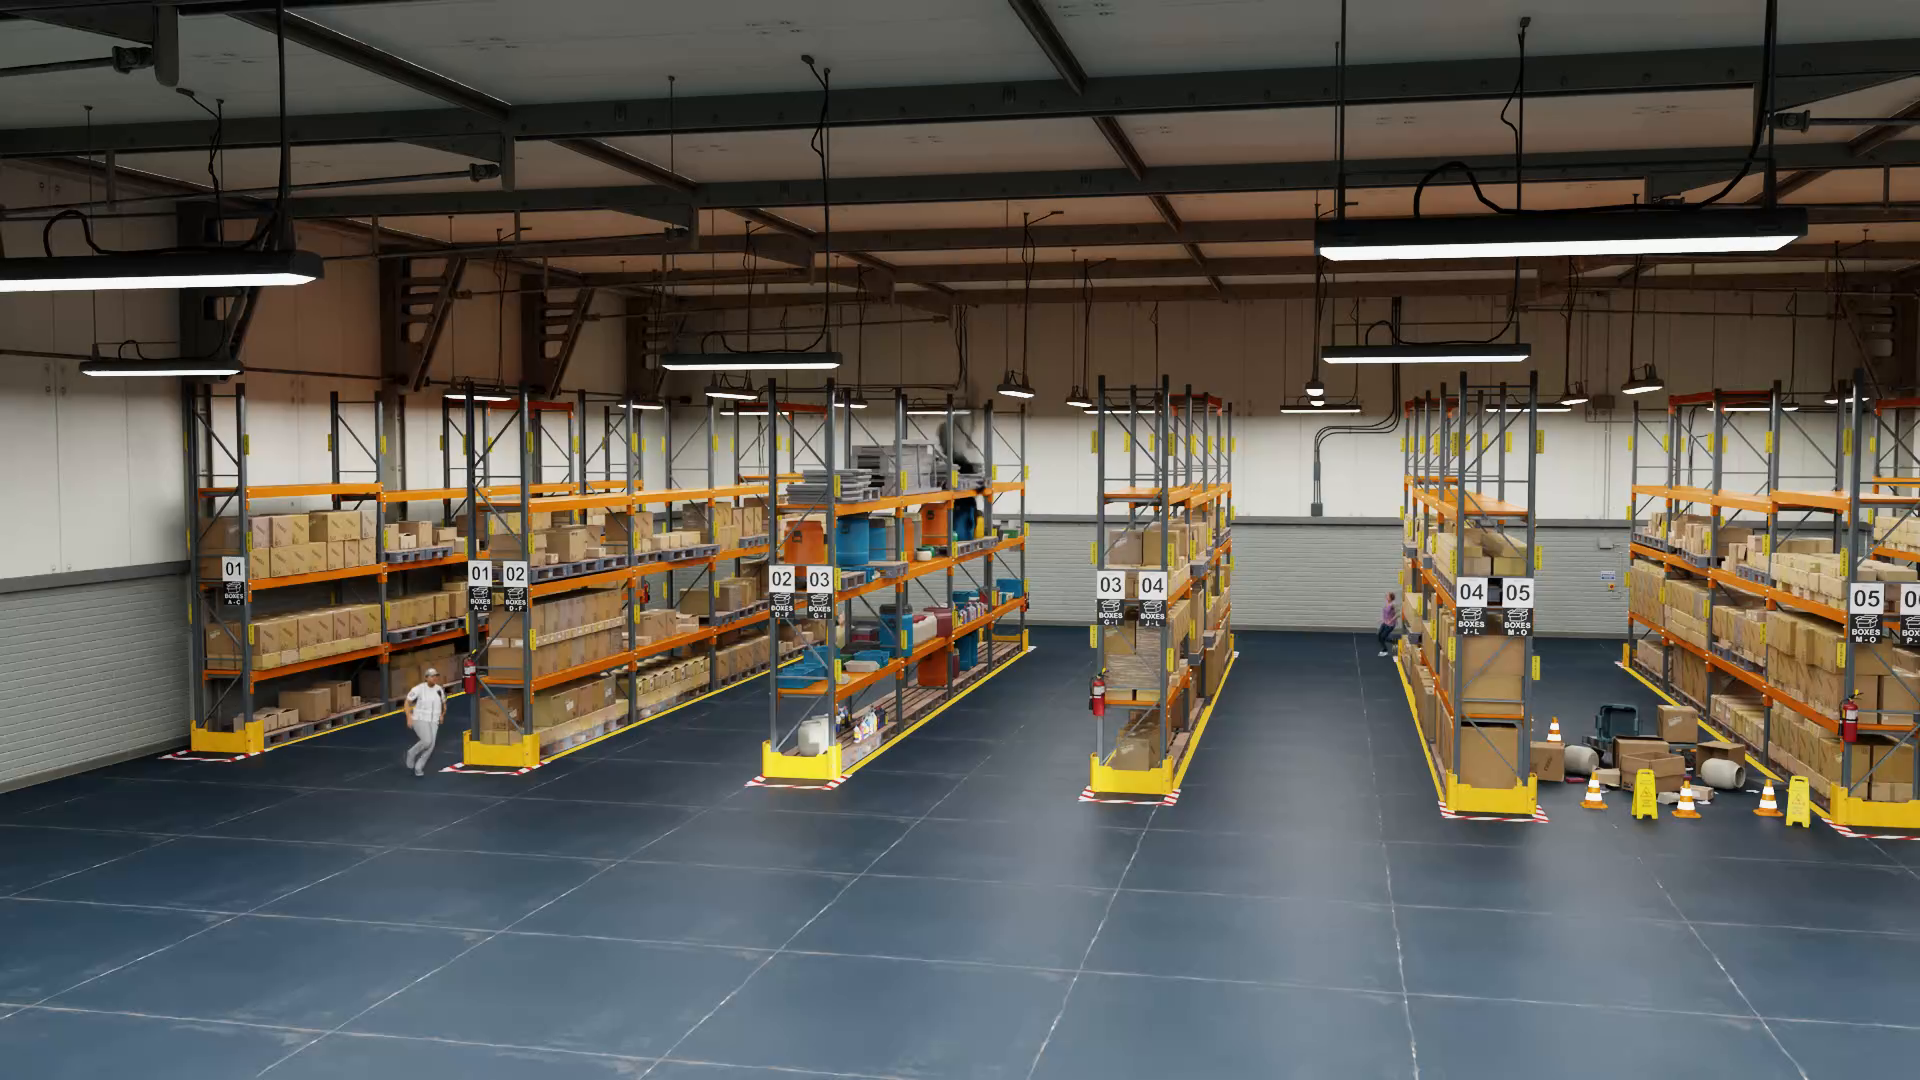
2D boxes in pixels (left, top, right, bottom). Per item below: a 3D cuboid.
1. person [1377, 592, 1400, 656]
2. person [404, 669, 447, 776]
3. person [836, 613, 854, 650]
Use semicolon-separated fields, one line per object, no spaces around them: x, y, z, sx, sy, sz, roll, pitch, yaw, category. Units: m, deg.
10.209;1.998;39.403;0.534;1.555;0.583;-1;3;-18;person
-8.057;2.762;25.268;0.511;1.595;0.643;3;5;45;person
-2.304;2.273;33.401;0.585;1.632;0.746;1;3;20;person
